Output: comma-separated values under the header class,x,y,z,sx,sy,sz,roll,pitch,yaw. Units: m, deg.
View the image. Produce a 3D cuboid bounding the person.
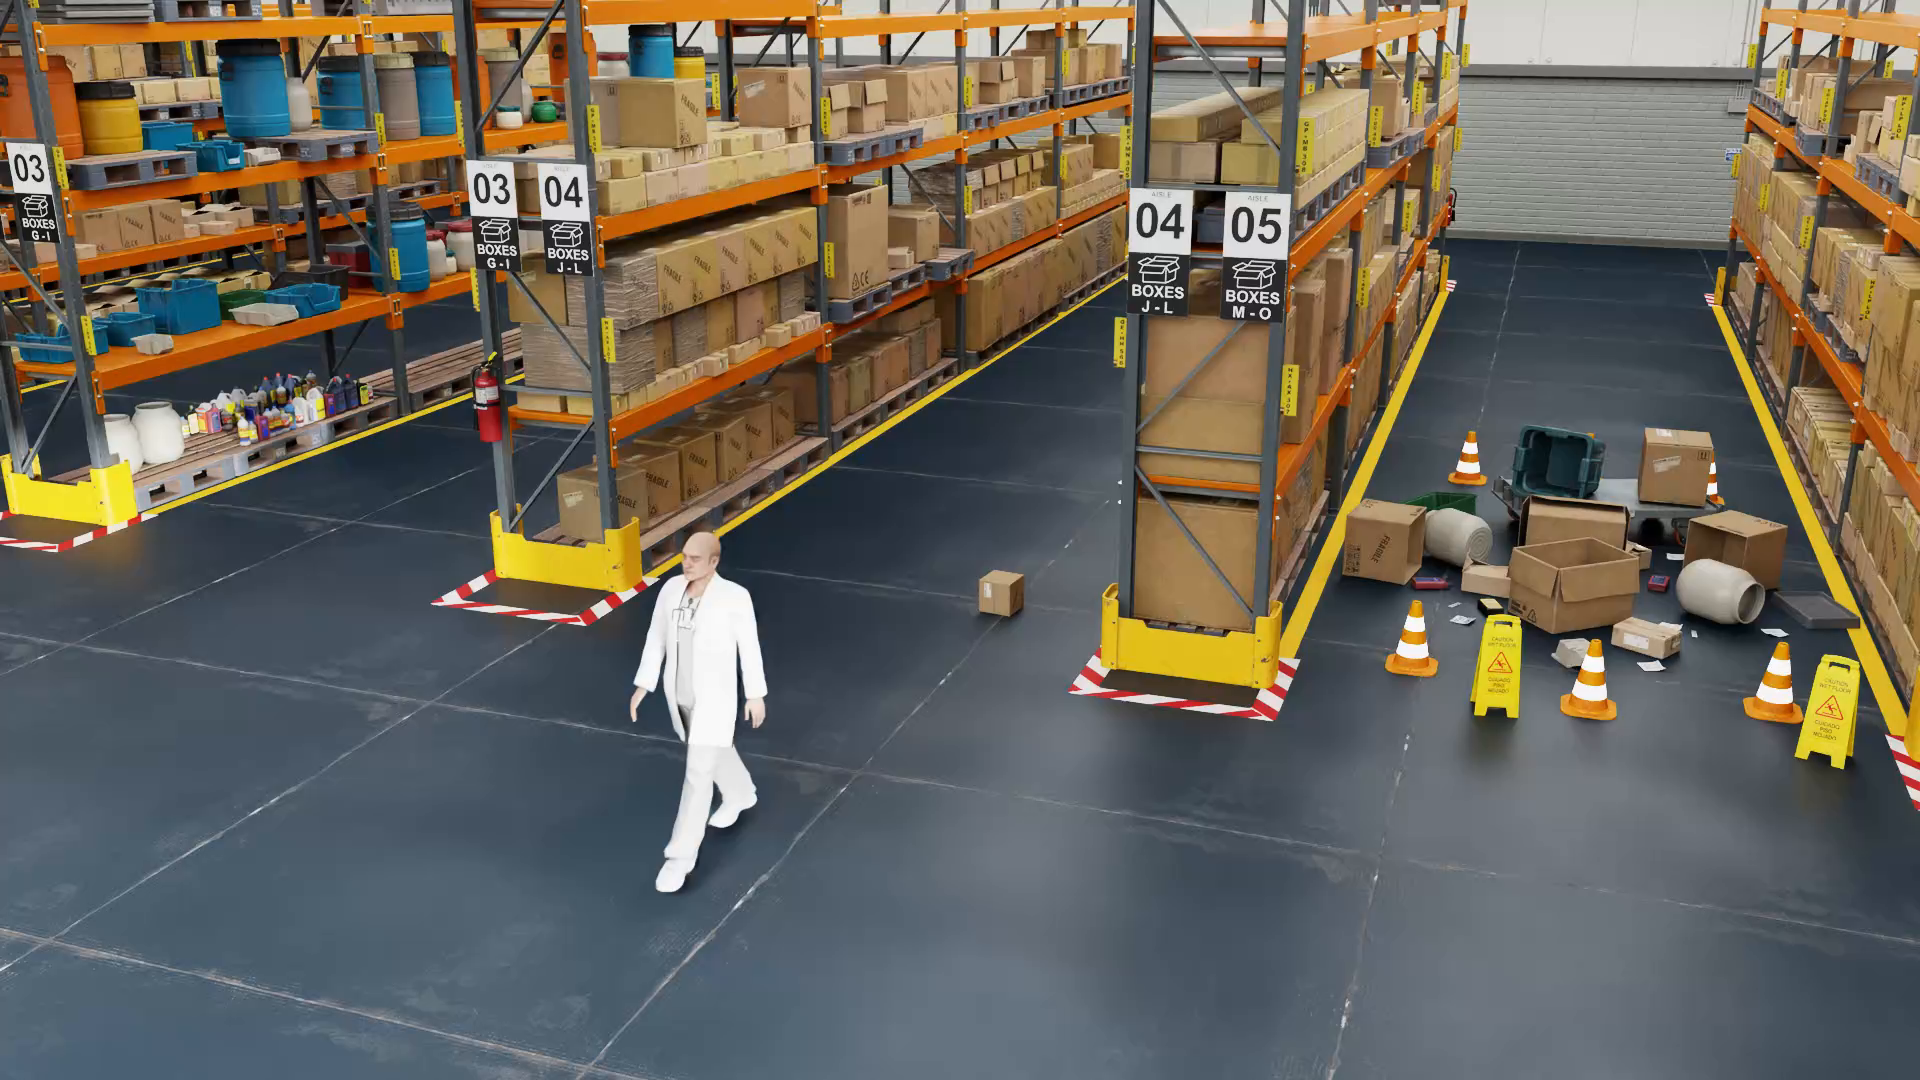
class,x,y,z,sx,sy,sz,roll,pitch,yaw
person,-1.387,0.812,8.599,0.622,1.723,1.071,10,21,28
